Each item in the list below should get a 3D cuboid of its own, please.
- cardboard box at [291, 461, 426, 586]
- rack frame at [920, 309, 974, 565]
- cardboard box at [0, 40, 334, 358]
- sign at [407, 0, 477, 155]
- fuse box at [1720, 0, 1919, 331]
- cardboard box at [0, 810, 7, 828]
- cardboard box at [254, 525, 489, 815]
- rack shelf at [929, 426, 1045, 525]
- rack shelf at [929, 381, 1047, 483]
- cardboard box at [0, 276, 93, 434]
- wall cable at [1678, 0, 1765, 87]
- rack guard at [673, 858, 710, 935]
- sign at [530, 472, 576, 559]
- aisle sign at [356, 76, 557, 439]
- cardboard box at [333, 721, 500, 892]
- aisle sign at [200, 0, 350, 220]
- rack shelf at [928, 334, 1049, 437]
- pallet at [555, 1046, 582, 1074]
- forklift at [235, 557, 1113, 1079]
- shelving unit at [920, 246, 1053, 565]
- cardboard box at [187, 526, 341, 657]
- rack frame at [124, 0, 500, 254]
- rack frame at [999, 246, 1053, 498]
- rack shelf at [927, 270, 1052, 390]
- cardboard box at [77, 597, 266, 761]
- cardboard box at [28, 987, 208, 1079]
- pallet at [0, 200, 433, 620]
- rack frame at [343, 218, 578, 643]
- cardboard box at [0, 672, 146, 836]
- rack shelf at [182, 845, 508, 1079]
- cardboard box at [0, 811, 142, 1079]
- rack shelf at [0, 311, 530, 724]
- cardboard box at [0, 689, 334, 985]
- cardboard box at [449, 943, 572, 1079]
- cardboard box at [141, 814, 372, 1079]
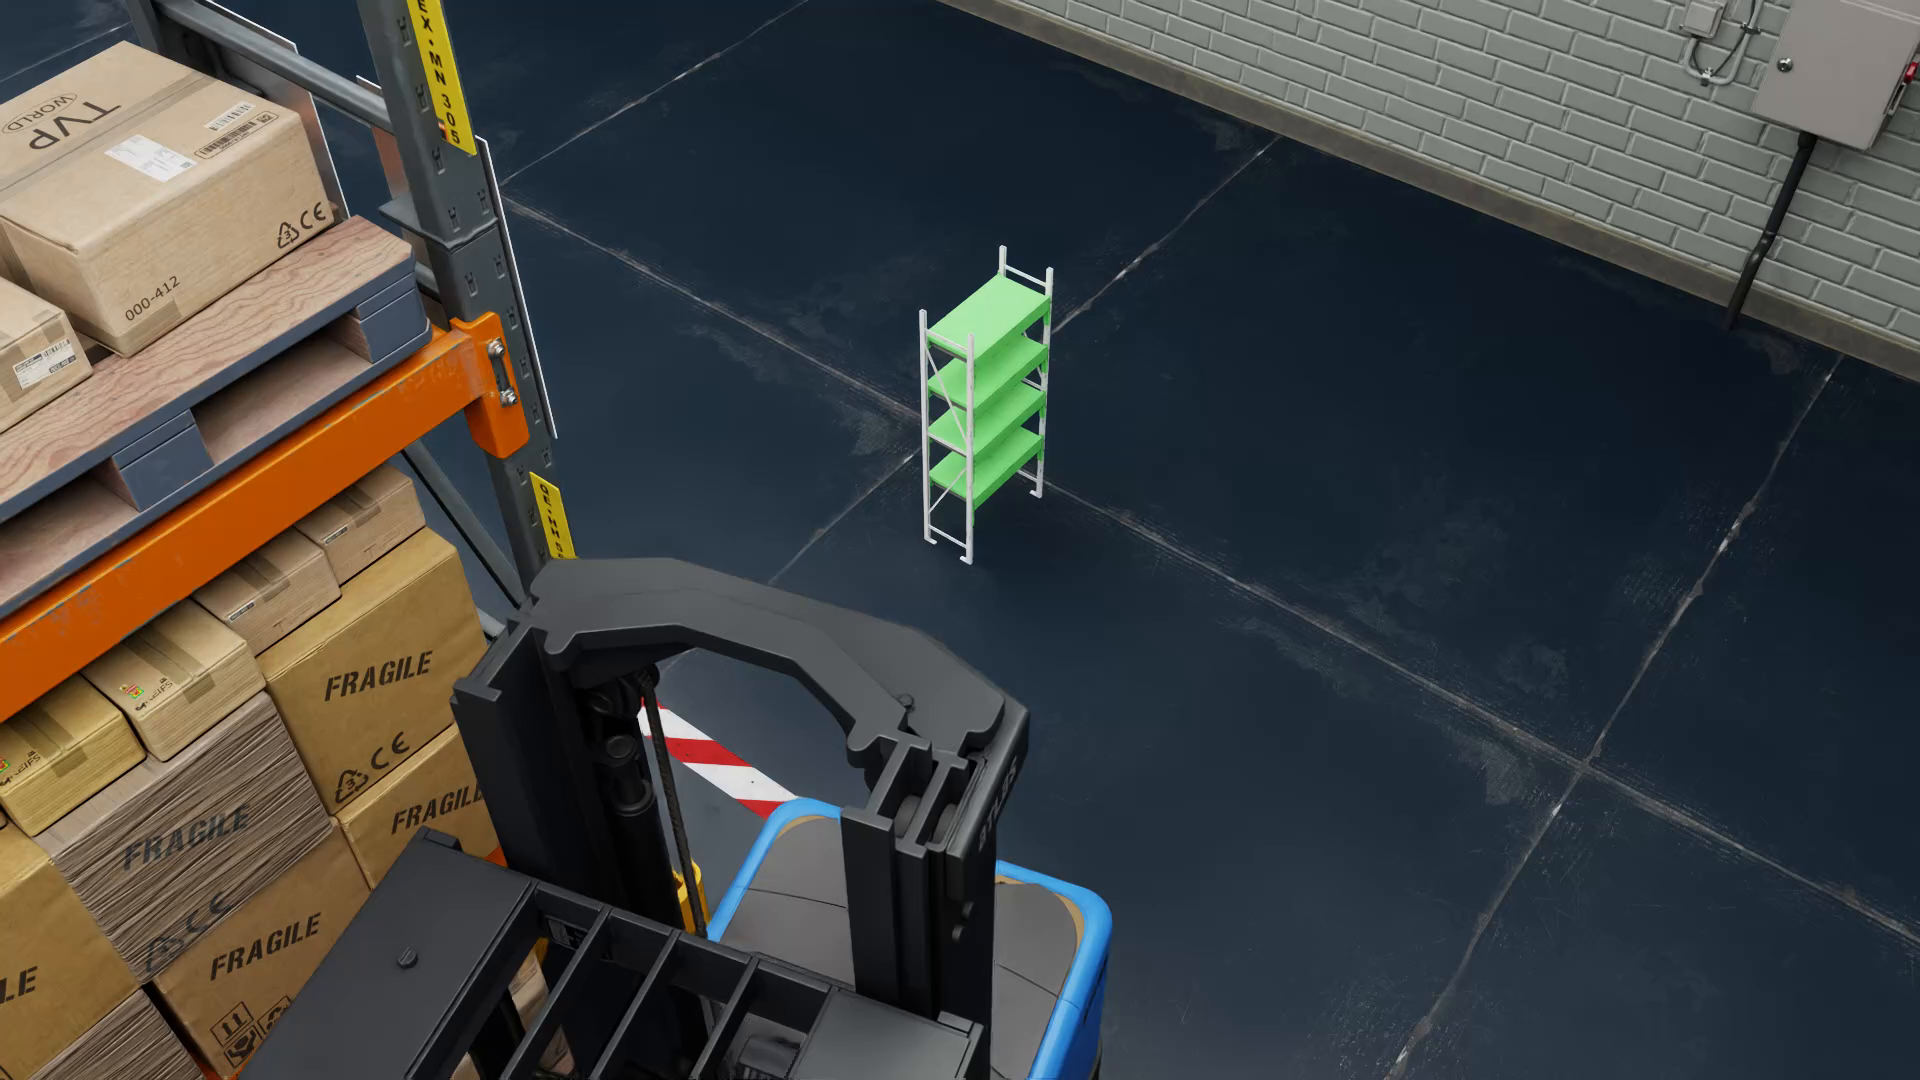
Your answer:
[{"bbox_3d":[-1.430,-0.100,3.726,0.380,0.149,0.250,30,53,25],"label":"cardboard box"},{"bbox_3d":[-0.048,-0.370,6.438,0.240,1.200,0.015,29,53,25],"label":"rack frame"},{"bbox_3d":[-1.573,-0.656,3.137,0.500,0.250,0.500,25,51,22],"label":"cardboard box"},{"bbox_3d":[-0.948,-0.856,3.026,0.100,0.325,0.005,29,53,25],"label":"sign"},{"bbox_3d":[3.633,-1.569,7.230,0.539,1.711,0.414,29,53,25],"label":"fuse box"},{"bbox_3d":[-2.060,0.485,3.168,0.380,0.149,0.250,29,53,25],"label":"cardboard box"},{"bbox_3d":[-1.475,0.212,3.878,0.500,0.500,0.500,31,54,26],"label":"cardboard box"},{"bbox_3d":[0.101,-0.299,6.791,0.258,0.148,0.480,29,53,25],"label":"rack shelf"},{"bbox_3d":[0.101,-0.465,6.618,0.258,0.148,0.480,29,53,25],"label":"rack shelf"},{"bbox_3d":[-1.766,-0.346,2.911,0.380,0.149,0.250,25,51,22],"label":"cardboard box"},{"bbox_3d":[3.189,-2.757,6.771,0.588,1.984,0.122,29,53,25],"label":"wall cable"},{"bbox_3d":[-1.354,1.060,5.556,1.175,0.500,0.348,29,53,25],"label":"rack guard"},{"bbox_3d":[-0.948,-0.024,3.898,0.100,0.325,0.005,29,53,25],"label":"sign"},{"bbox_3d":[-1.080,-0.592,3.608,0.394,0.787,0.004,29,53,25],"label":"aisle sign"},{"bbox_3d":[-1.454,0.569,4.228,0.500,0.500,0.500,29,53,25],"label":"cardboard box"},{"bbox_3d":[-1.554,-0.857,3.861,0.394,0.787,0.004,29,53,25],"label":"aisle sign"},{"bbox_3d":[0.101,-0.631,6.444,0.258,0.148,0.480,29,53,25],"label":"rack shelf"},{"bbox_3d":[-1.796,1.666,5.178,1.003,0.211,1.213,29,53,25],"label":"pallet"},{"bbox_3d":[-0.574,1.567,3.390,1.130,2.935,3.031,16,48,14],"label":"forklift"},{"bbox_3d":[0.101,-0.509,6.571,0.258,1.200,0.503,29,53,25],"label":"shelving unit"},{"bbox_3d":[-1.566,0.056,3.577,0.380,0.149,0.250,30,53,26],"label":"cardboard box"},{"bbox_3d":[-1.369,-1.862,2.470,1.000,3.000,0.127,29,53,25],"label":"rack frame"},{"bbox_3d":[0.250,-0.649,6.705,0.240,1.200,0.015,29,53,25],"label":"rack frame"},{"bbox_3d":[0.101,-0.797,6.270,0.258,0.148,0.480,29,53,25],"label":"rack shelf"},{"bbox_3d":[-1.657,0.241,3.401,0.380,0.149,0.250,29,53,25],"label":"cardboard box"},{"bbox_3d":[-2.080,1.148,3.675,0.500,0.500,0.500,31,54,26],"label":"cardboard box"},{"bbox_3d":[-1.814,-0.366,3.177,1.003,0.211,1.213,29,53,25],"label":"pallet"},{"bbox_3d":[-1.369,0.210,4.639,1.000,3.000,0.127,29,53,25],"label":"rack frame"},{"bbox_3d":[-1.844,0.367,3.281,0.380,0.149,0.250,30,53,26],"label":"cardboard box"},{"bbox_3d":[-2.592,1.603,3.806,1.077,0.370,4.000,29,53,25],"label":"rack shelf"},{"bbox_3d":[-2.077,0.805,3.311,0.500,0.500,0.500,29,53,25],"label":"cardboard box"},{"bbox_3d":[-2.592,0.567,2.722,1.077,0.370,4.000,29,53,25],"label":"rack shelf"},{"bbox_3d":[-1.772,0.524,3.580,0.500,0.500,0.500,29,53,25],"label":"cardboard box"},{"bbox_3d":[-1.693,1.372,5.011,0.875,0.438,0.875,27,52,24],"label":"cardboard box"},{"bbox_3d":[-1.773,0.849,3.960,0.500,0.500,0.500,28,52,24],"label":"cardboard box"}]
